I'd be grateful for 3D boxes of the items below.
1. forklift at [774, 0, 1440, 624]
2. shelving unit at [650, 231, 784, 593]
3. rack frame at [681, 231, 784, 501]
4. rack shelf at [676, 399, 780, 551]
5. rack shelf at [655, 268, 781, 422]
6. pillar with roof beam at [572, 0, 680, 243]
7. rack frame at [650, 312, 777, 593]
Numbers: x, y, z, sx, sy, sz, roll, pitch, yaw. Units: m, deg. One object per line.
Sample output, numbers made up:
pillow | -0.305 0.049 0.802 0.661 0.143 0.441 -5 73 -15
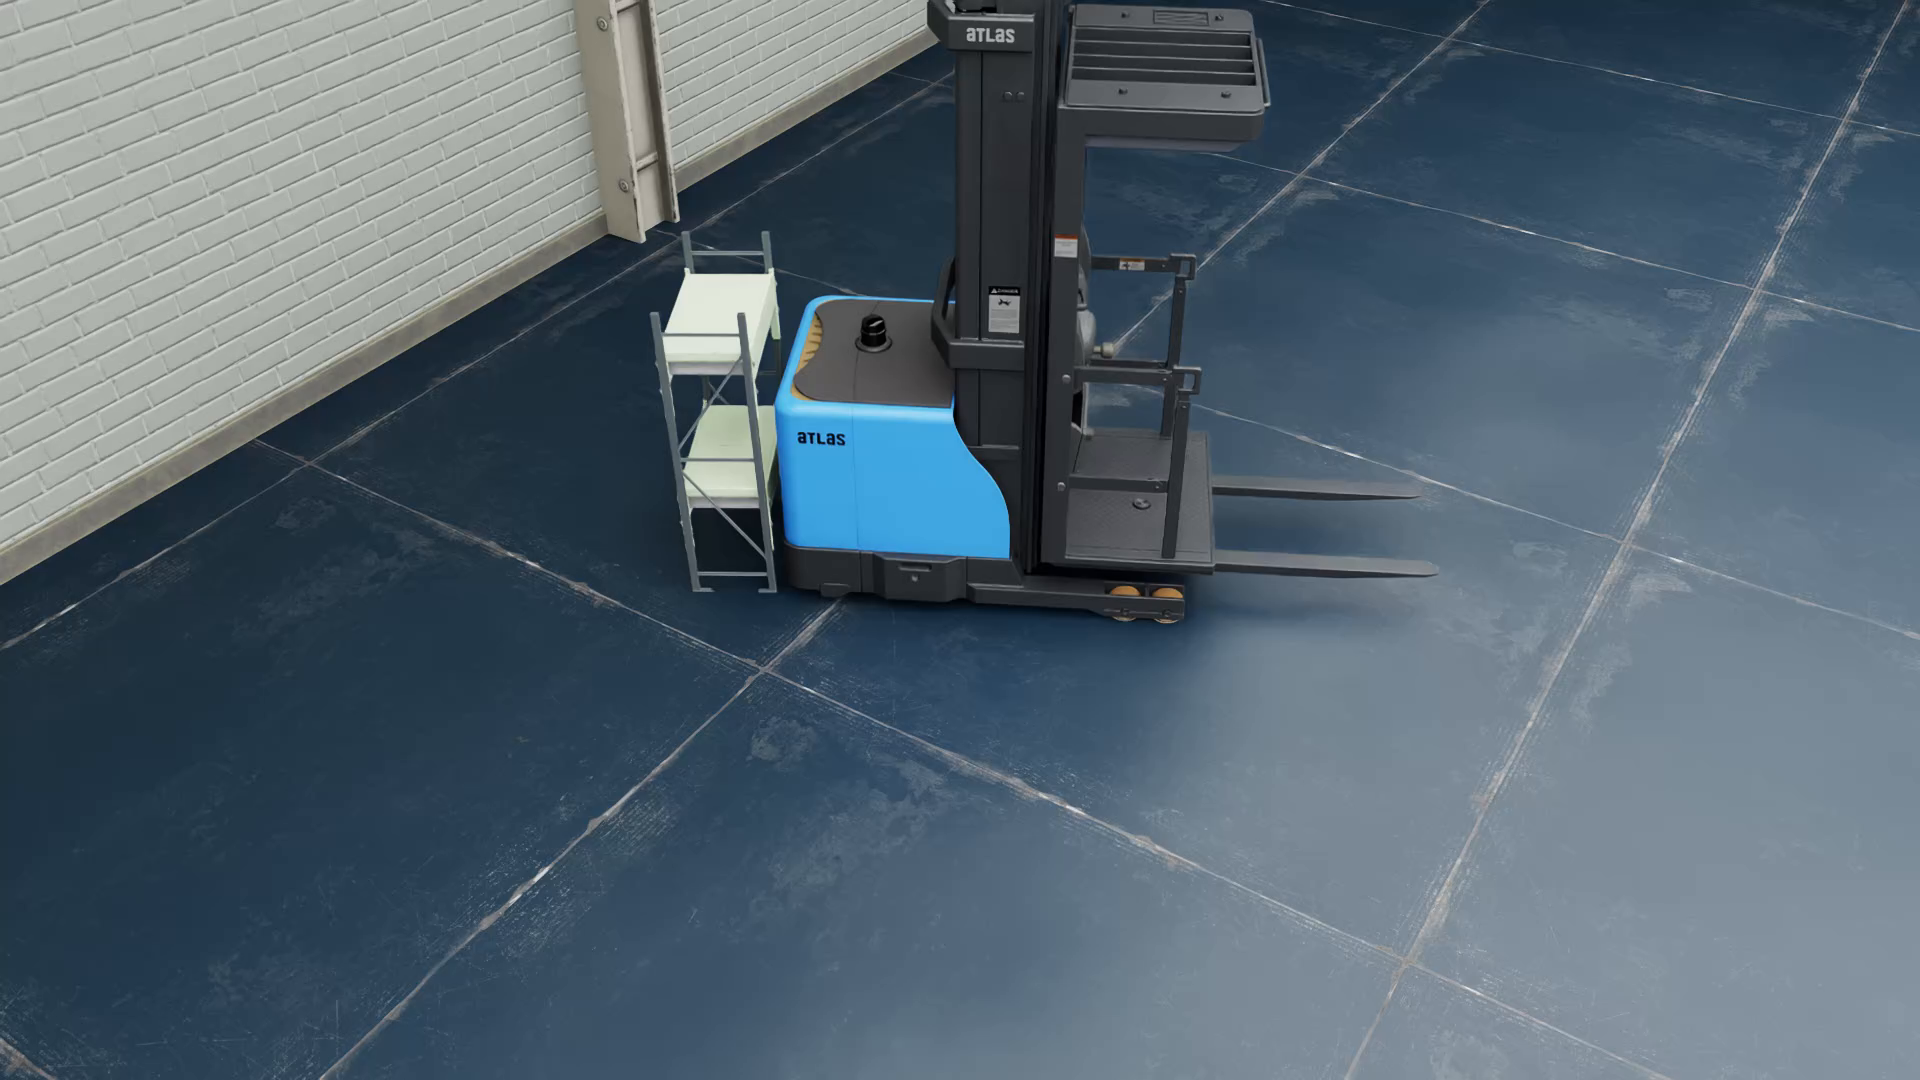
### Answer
forklift | 0.721 -1.115 7.235 3.031 2.935 1.130 3 38 4
shelving unit | -1.063 -0.576 7.699 0.431 1.500 0.755 1 38 3
rack frame | -1.047 -0.799 7.989 0.400 1.500 0.023 1 38 3
rack shelf | -1.056 -0.317 7.898 0.431 0.370 0.720 1 38 3
rack shelf | -1.072 -0.885 7.462 0.431 0.370 0.720 1 38 3
pillar with roof beam | 1.566 -4.207 6.276 9.100 9.000 0.400 21 42 25
rack frame | -1.080 -0.353 7.410 0.400 1.500 0.023 1 38 3
